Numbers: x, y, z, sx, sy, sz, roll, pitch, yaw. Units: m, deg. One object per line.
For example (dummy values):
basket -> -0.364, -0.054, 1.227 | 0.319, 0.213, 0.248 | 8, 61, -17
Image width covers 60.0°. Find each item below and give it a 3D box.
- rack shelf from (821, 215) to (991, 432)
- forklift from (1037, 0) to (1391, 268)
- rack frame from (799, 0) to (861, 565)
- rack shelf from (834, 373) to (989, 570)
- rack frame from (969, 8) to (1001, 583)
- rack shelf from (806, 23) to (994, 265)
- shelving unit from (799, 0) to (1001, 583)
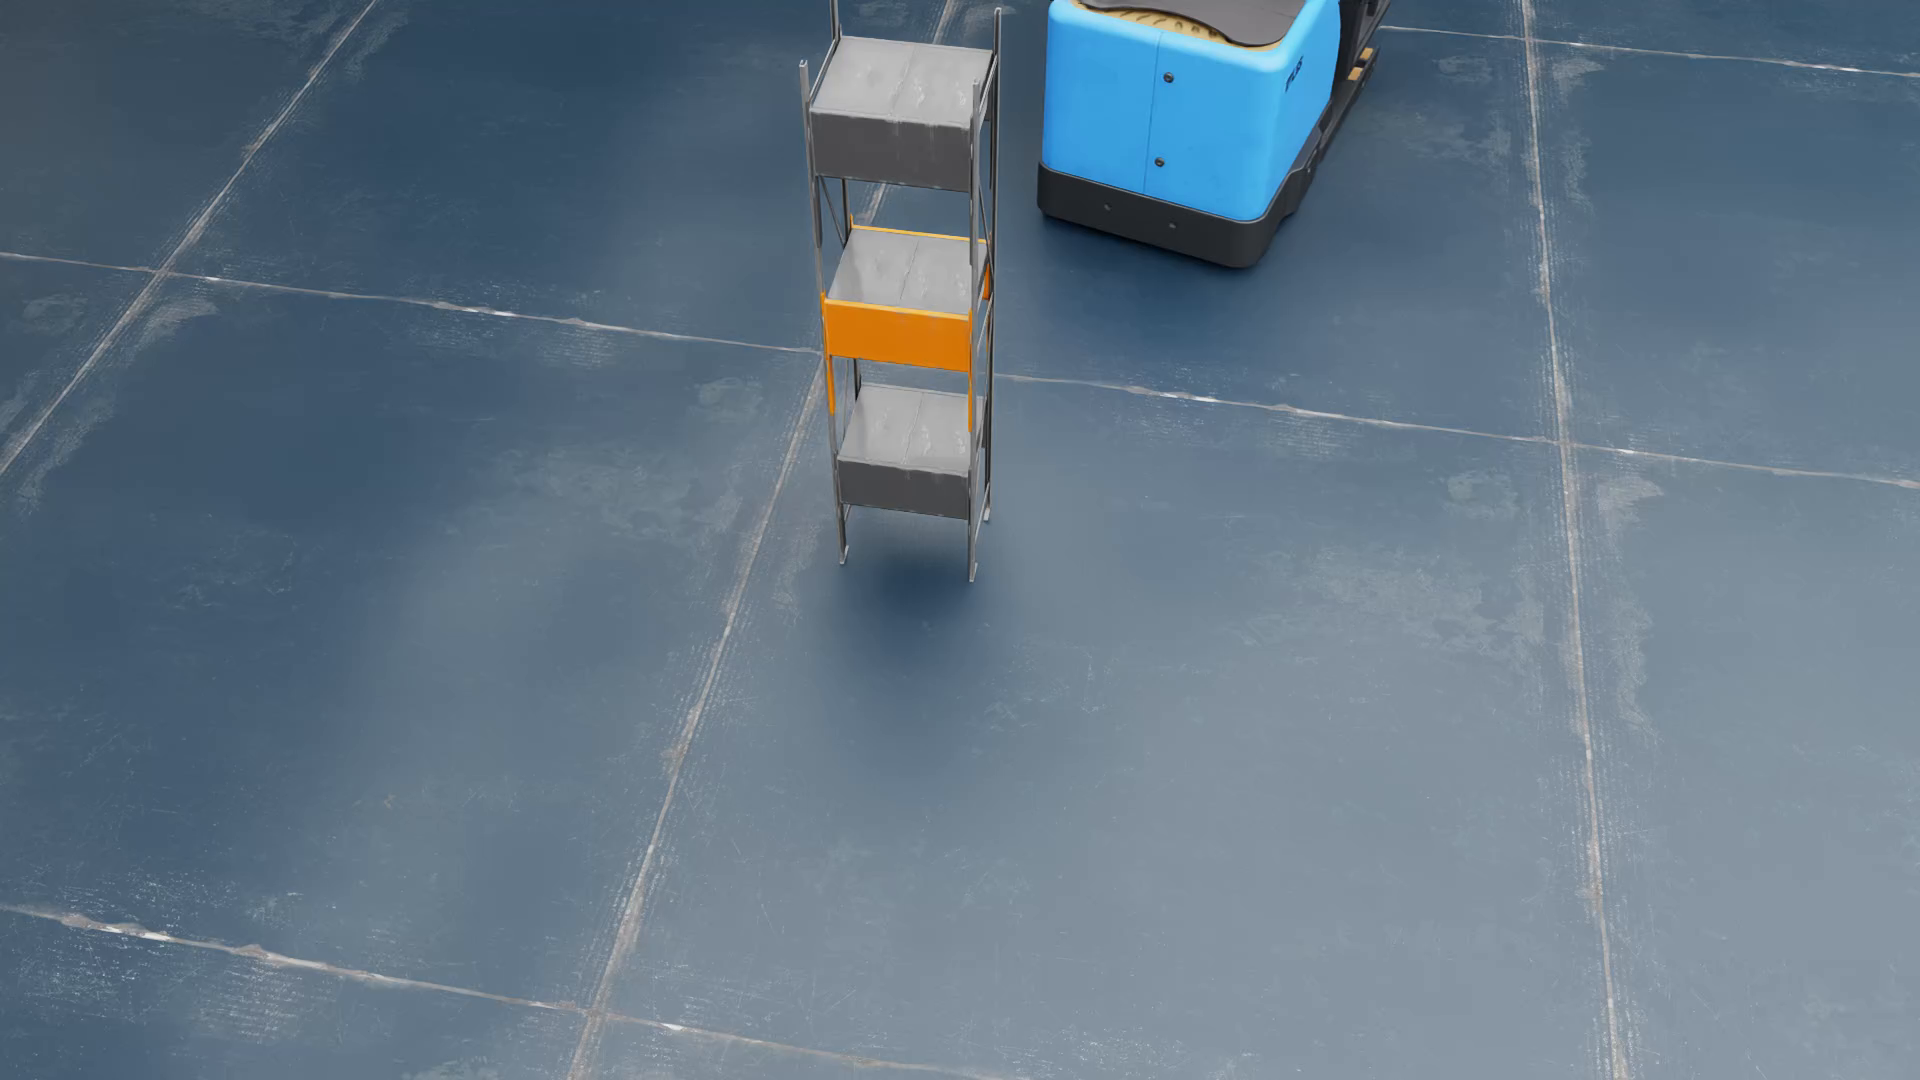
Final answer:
rack shelf -> -0.163, -0.715, 5.499 | 0.480, 0.518, 0.431 | 8, 49, 7
forklift -> 1.434, -3.270, 7.218 | 1.130, 2.935, 3.031 | 19, 51, 17
rack frame -> -0.403, -0.756, 5.518 | 0.015, 2.100, 0.400 | 8, 49, 7
rack shelf -> -0.163, -0.247, 6.019 | 0.480, 0.518, 0.431 | 8, 49, 7
rack frame -> 0.077, -0.691, 5.460 | 0.015, 2.100, 0.400 | 8, 49, 7
rack shelf -> -0.163, -1.182, 4.978 | 0.480, 0.518, 0.431 | 8, 49, 7
shelving unit -> -0.163, -0.724, 5.489 | 0.503, 2.100, 0.431 | 8, 49, 7
